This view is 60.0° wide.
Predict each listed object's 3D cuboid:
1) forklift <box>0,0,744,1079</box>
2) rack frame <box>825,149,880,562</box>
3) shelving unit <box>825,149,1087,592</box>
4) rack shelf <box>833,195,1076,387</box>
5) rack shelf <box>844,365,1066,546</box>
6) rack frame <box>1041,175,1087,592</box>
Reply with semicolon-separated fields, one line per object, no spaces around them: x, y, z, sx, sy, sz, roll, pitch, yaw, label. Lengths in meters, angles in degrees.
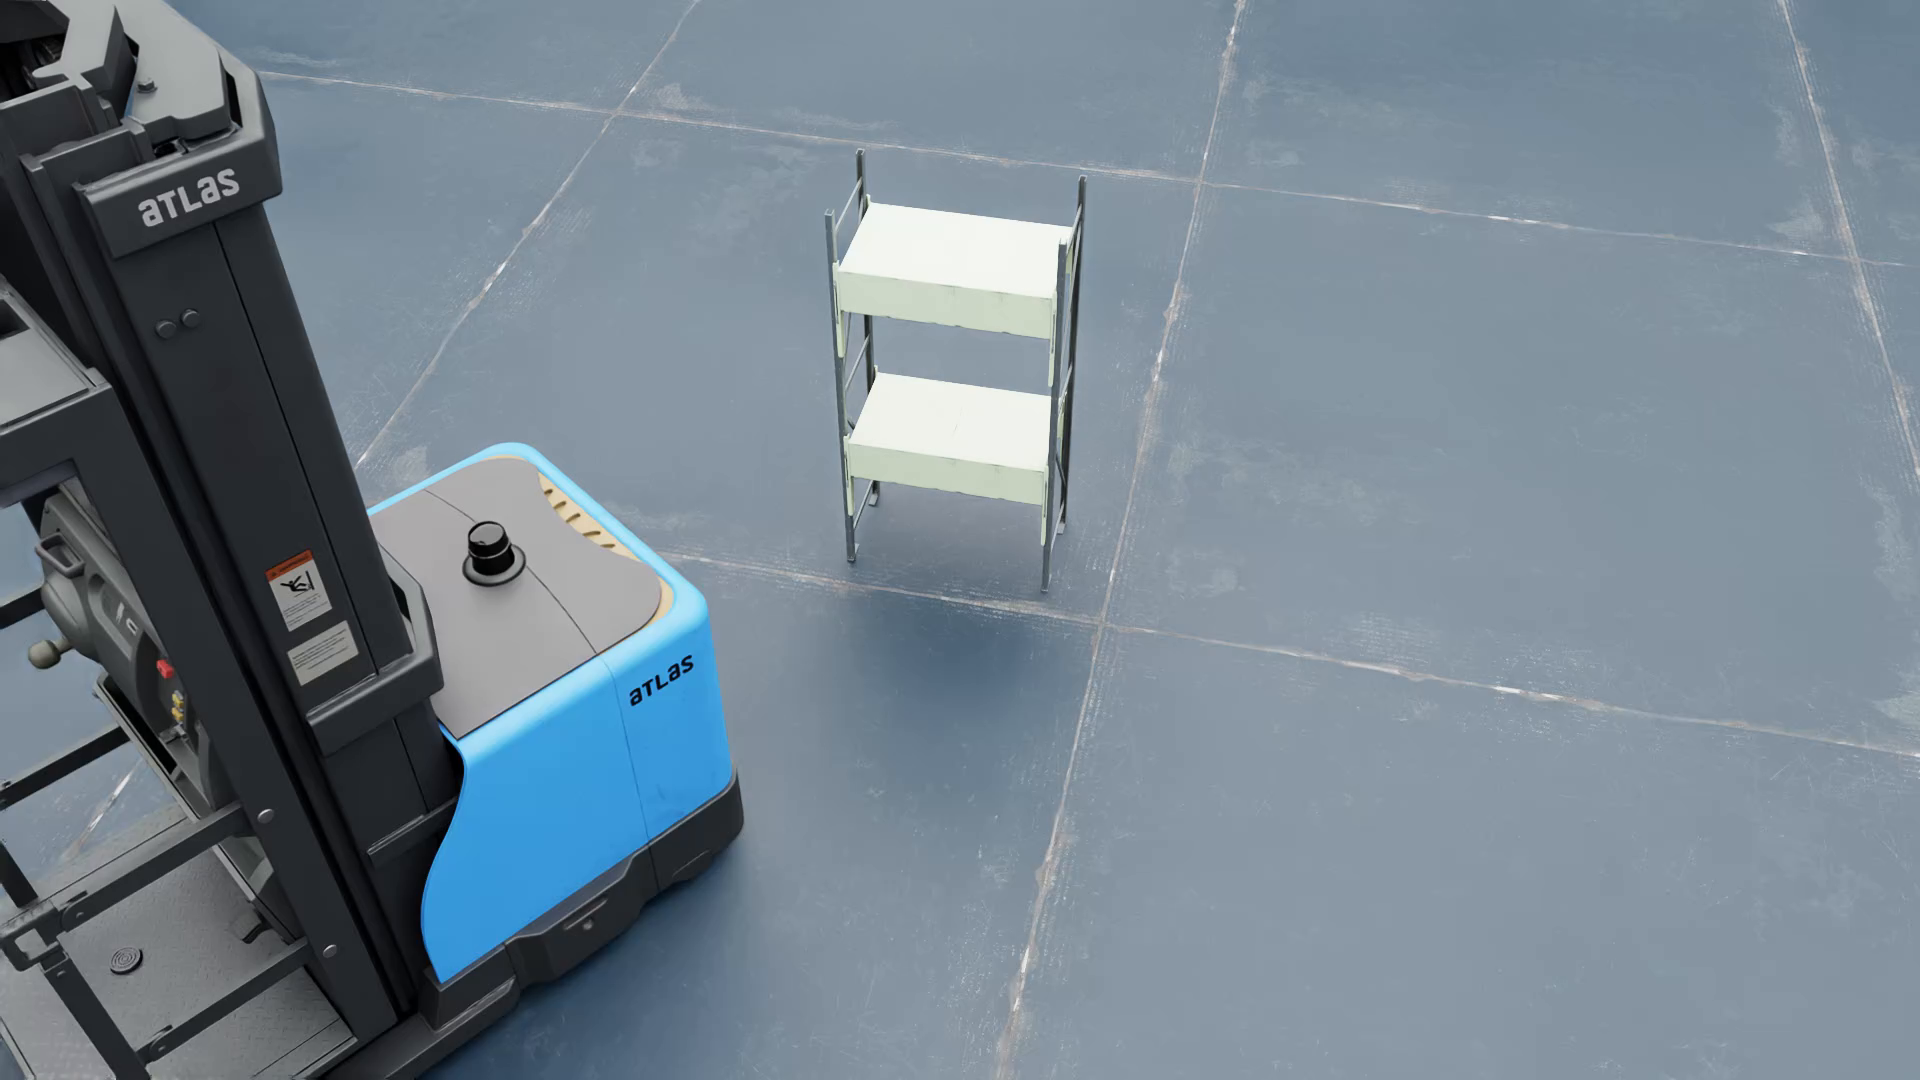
-2.097;0.338;3.785;3.031;2.935;1.130;-33;53;-30;forklift
-0.364;-0.597;5.789;0.023;1.500;0.400;9;45;9;rack frame
-0.007;-0.541;5.731;0.755;1.500;0.431;9;45;9;shelving unit
-0.007;-0.823;5.460;0.720;0.370;0.431;9;45;9;rack shelf
-0.007;-0.306;5.957;0.720;0.370;0.431;9;45;9;rack shelf
0.351;-0.486;5.673;0.023;1.500;0.400;9;45;9;rack frame
